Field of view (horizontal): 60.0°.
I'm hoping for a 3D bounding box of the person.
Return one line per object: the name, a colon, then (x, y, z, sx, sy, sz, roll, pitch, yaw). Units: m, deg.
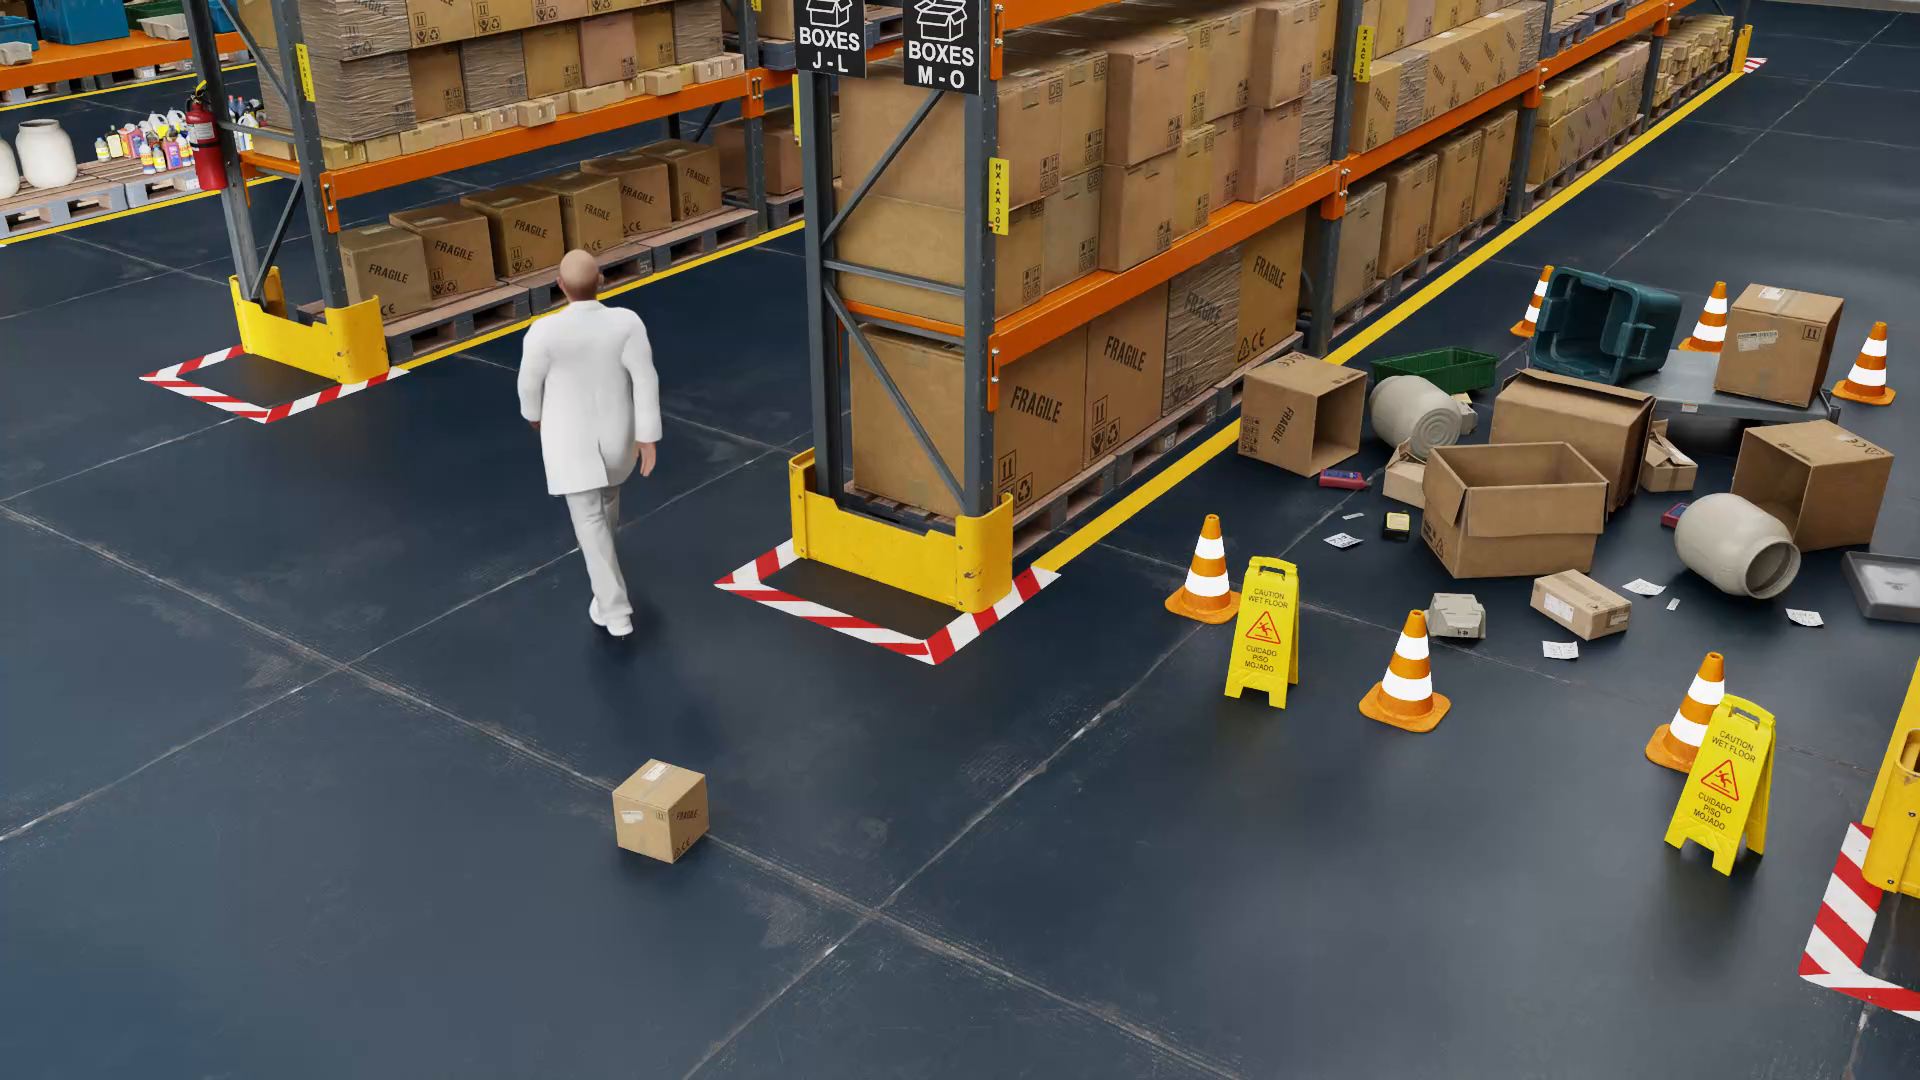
person: (-1.726, -0.527, 7.653, 0.577, 1.722, 1.087, -14, 30, -26)
